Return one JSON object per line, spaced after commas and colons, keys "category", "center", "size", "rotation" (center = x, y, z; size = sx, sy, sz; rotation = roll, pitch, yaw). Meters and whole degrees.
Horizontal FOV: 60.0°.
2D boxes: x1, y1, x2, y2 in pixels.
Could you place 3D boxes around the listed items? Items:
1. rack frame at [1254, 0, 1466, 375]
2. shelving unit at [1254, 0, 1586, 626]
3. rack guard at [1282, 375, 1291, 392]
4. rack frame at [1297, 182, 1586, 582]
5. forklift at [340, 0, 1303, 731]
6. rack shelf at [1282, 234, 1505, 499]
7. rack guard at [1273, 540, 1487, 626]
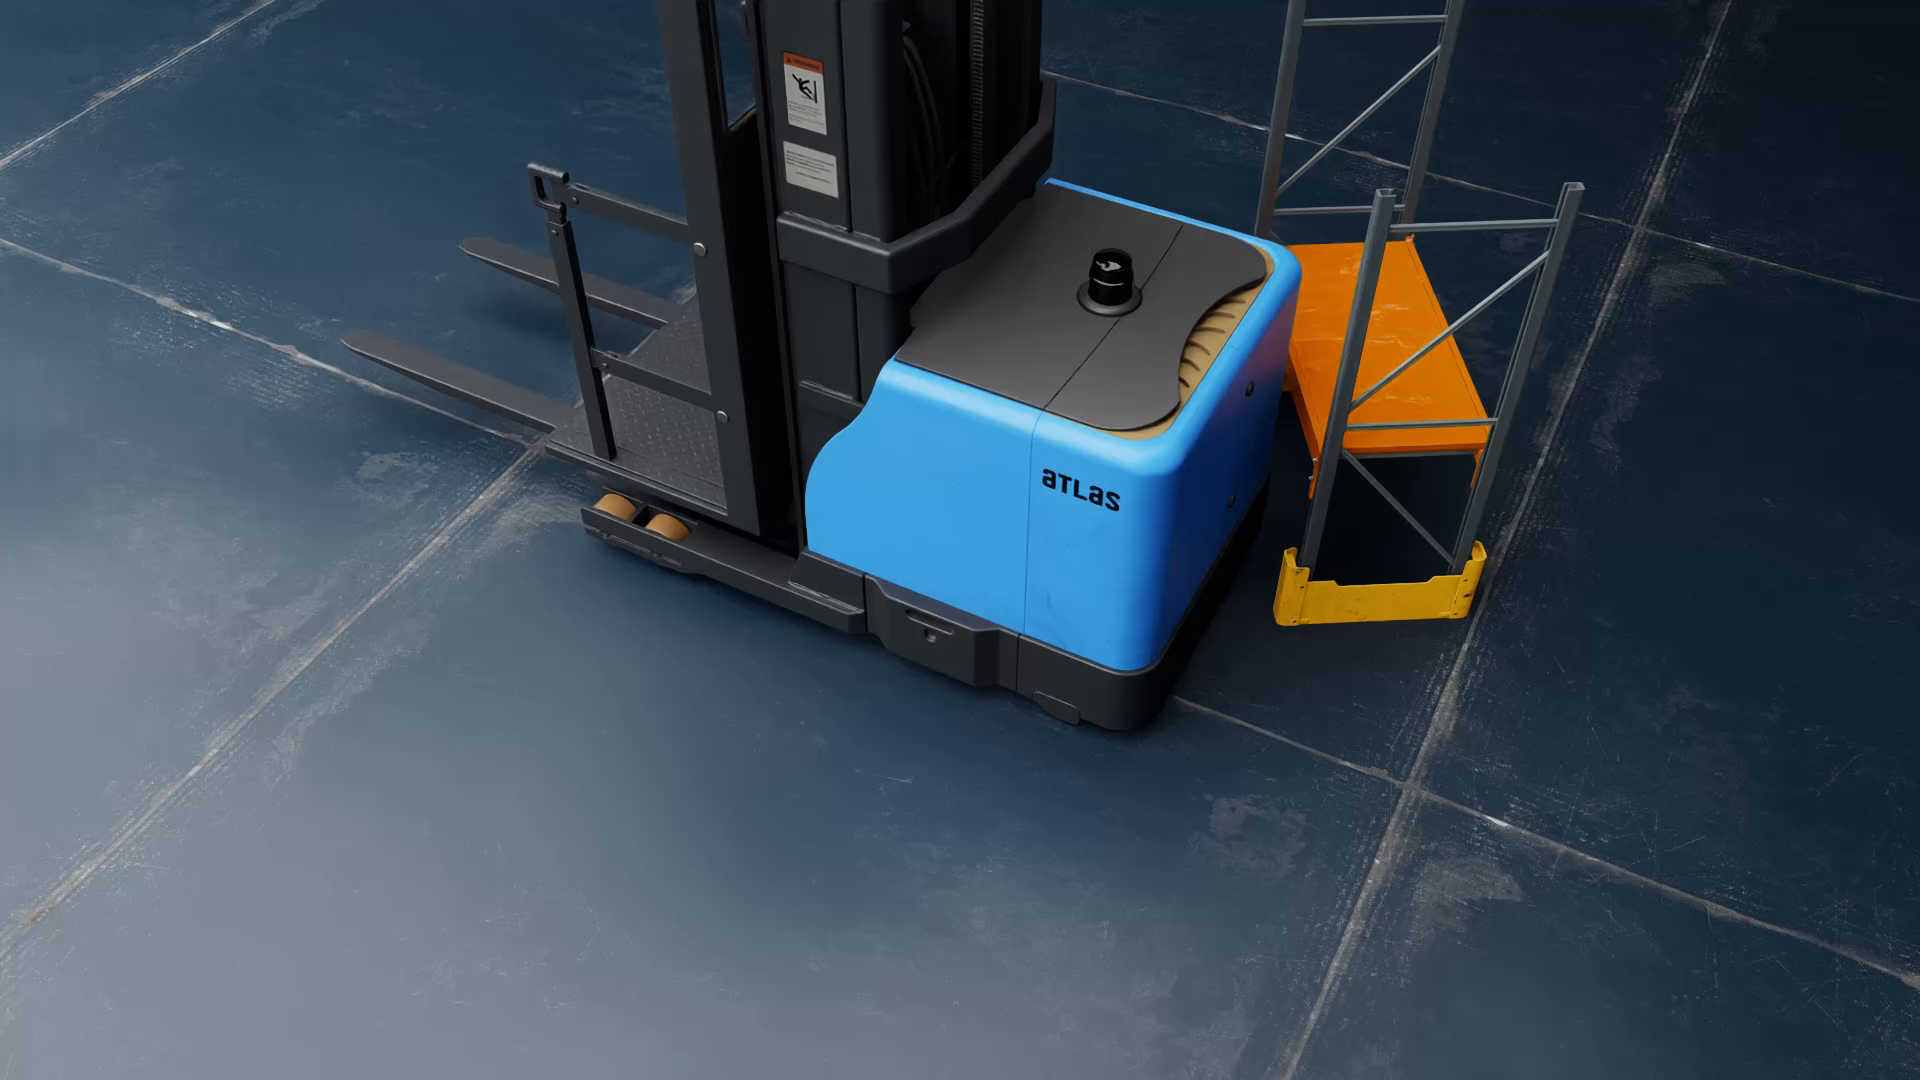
{"category": "rack frame", "center": [1.183, -1.032, 5.215], "size": [0.500, 1.500, 0.032], "rotation": [-2, 45, -2]}
{"category": "shelving unit", "center": [1.213, -0.664, 4.852], "size": [0.587, 1.500, 1.083], "rotation": [-2, 45, -2]}
{"category": "rack guard", "center": [1.184, -0.578, 5.646], "size": [0.587, 0.250, 0.087], "rotation": [-2, 45, -2]}
{"category": "rack frame", "center": [1.243, -0.310, 4.502], "size": [0.500, 1.500, 0.032], "rotation": [-2, 45, -2]}
{"category": "forklift", "center": [-0.598, -1.255, 4.430], "size": [3.031, 2.935, 1.130], "rotation": [21, 49, 19]}
{"category": "rack shelf", "center": [1.213, -0.544, 4.986], "size": [0.538, 0.185, 1.000], "rotation": [-2, 45, -2]}
{"category": "rack guard", "center": [1.243, 0.129, 4.947], "size": [0.587, 0.250, 0.087], "rotation": [-2, 45, -2]}
